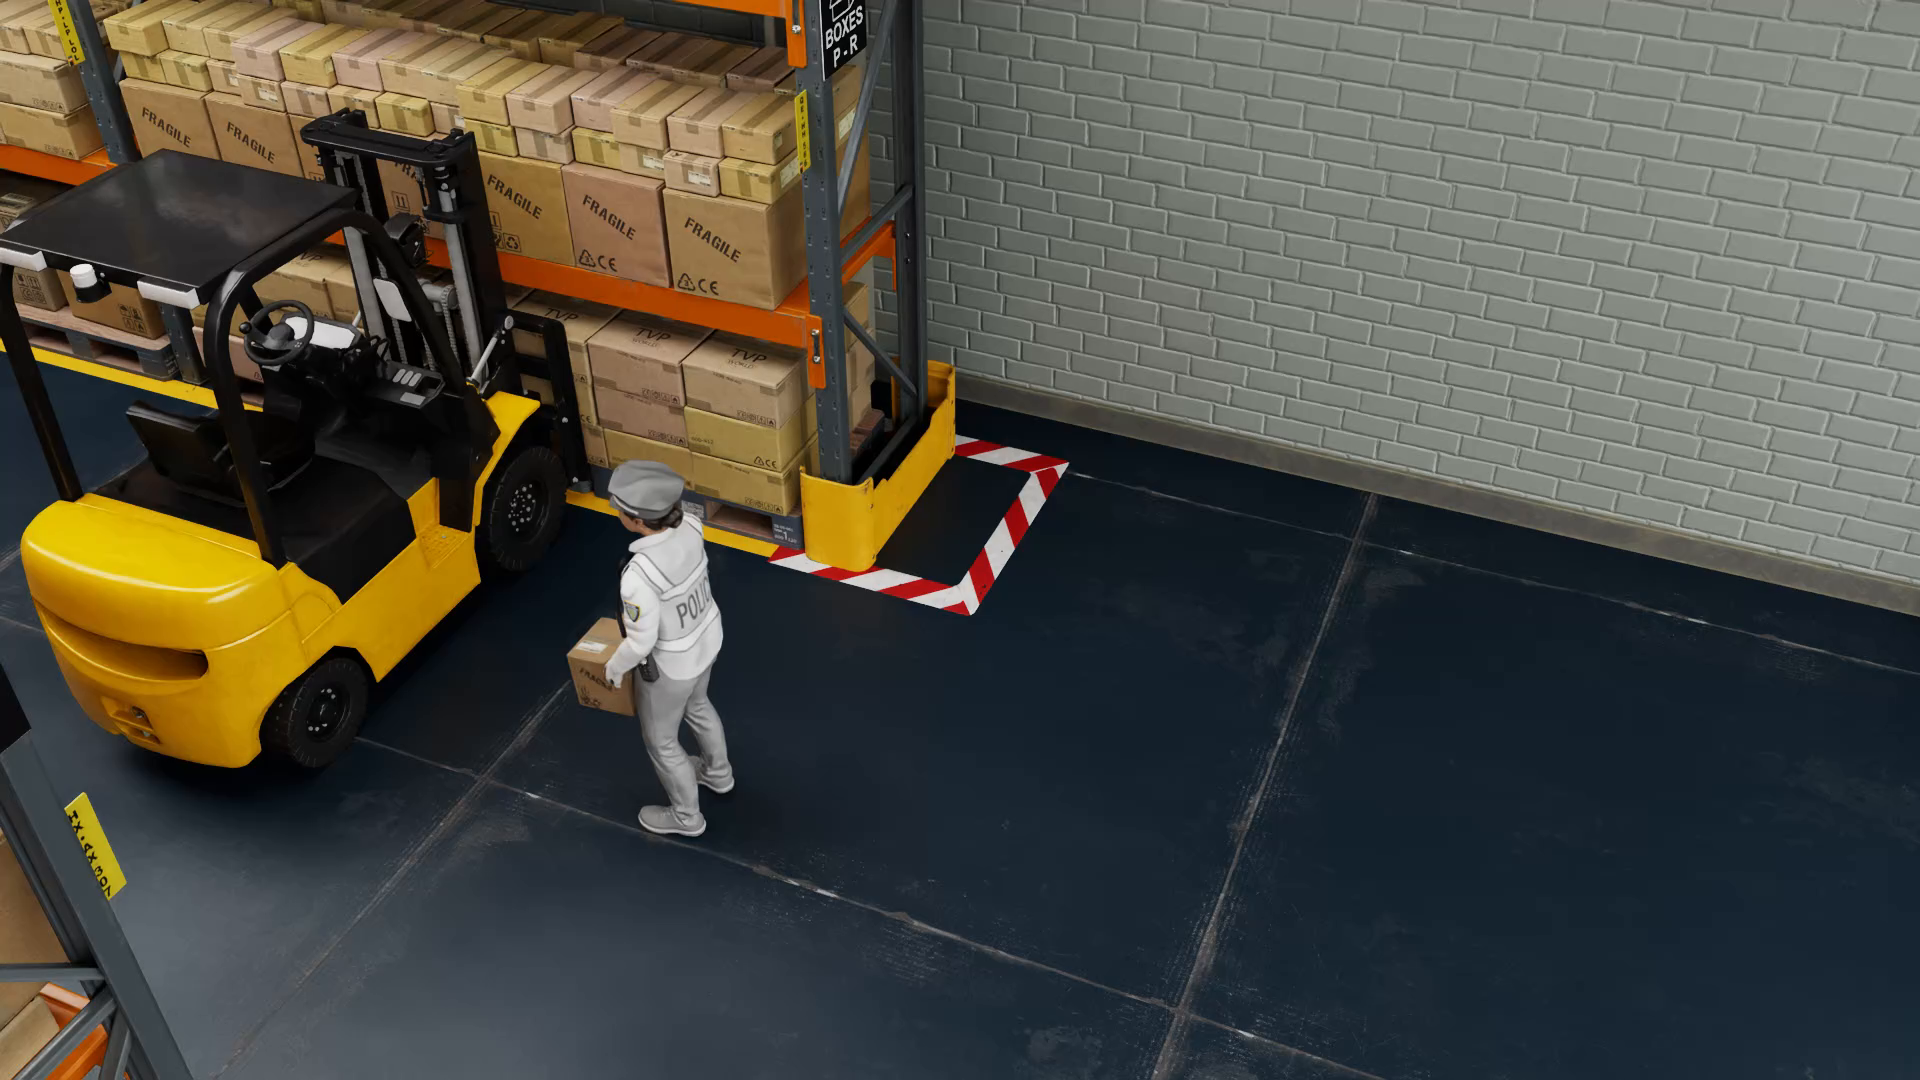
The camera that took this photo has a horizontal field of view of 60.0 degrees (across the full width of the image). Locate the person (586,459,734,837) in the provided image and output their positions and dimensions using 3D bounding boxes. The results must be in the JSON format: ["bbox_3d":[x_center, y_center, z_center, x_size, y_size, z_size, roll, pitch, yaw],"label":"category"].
[{"bbox_3d":[-1.103,0.437,6.251,0.379,1.663,0.535,14,40,17],"label":"person"}]
